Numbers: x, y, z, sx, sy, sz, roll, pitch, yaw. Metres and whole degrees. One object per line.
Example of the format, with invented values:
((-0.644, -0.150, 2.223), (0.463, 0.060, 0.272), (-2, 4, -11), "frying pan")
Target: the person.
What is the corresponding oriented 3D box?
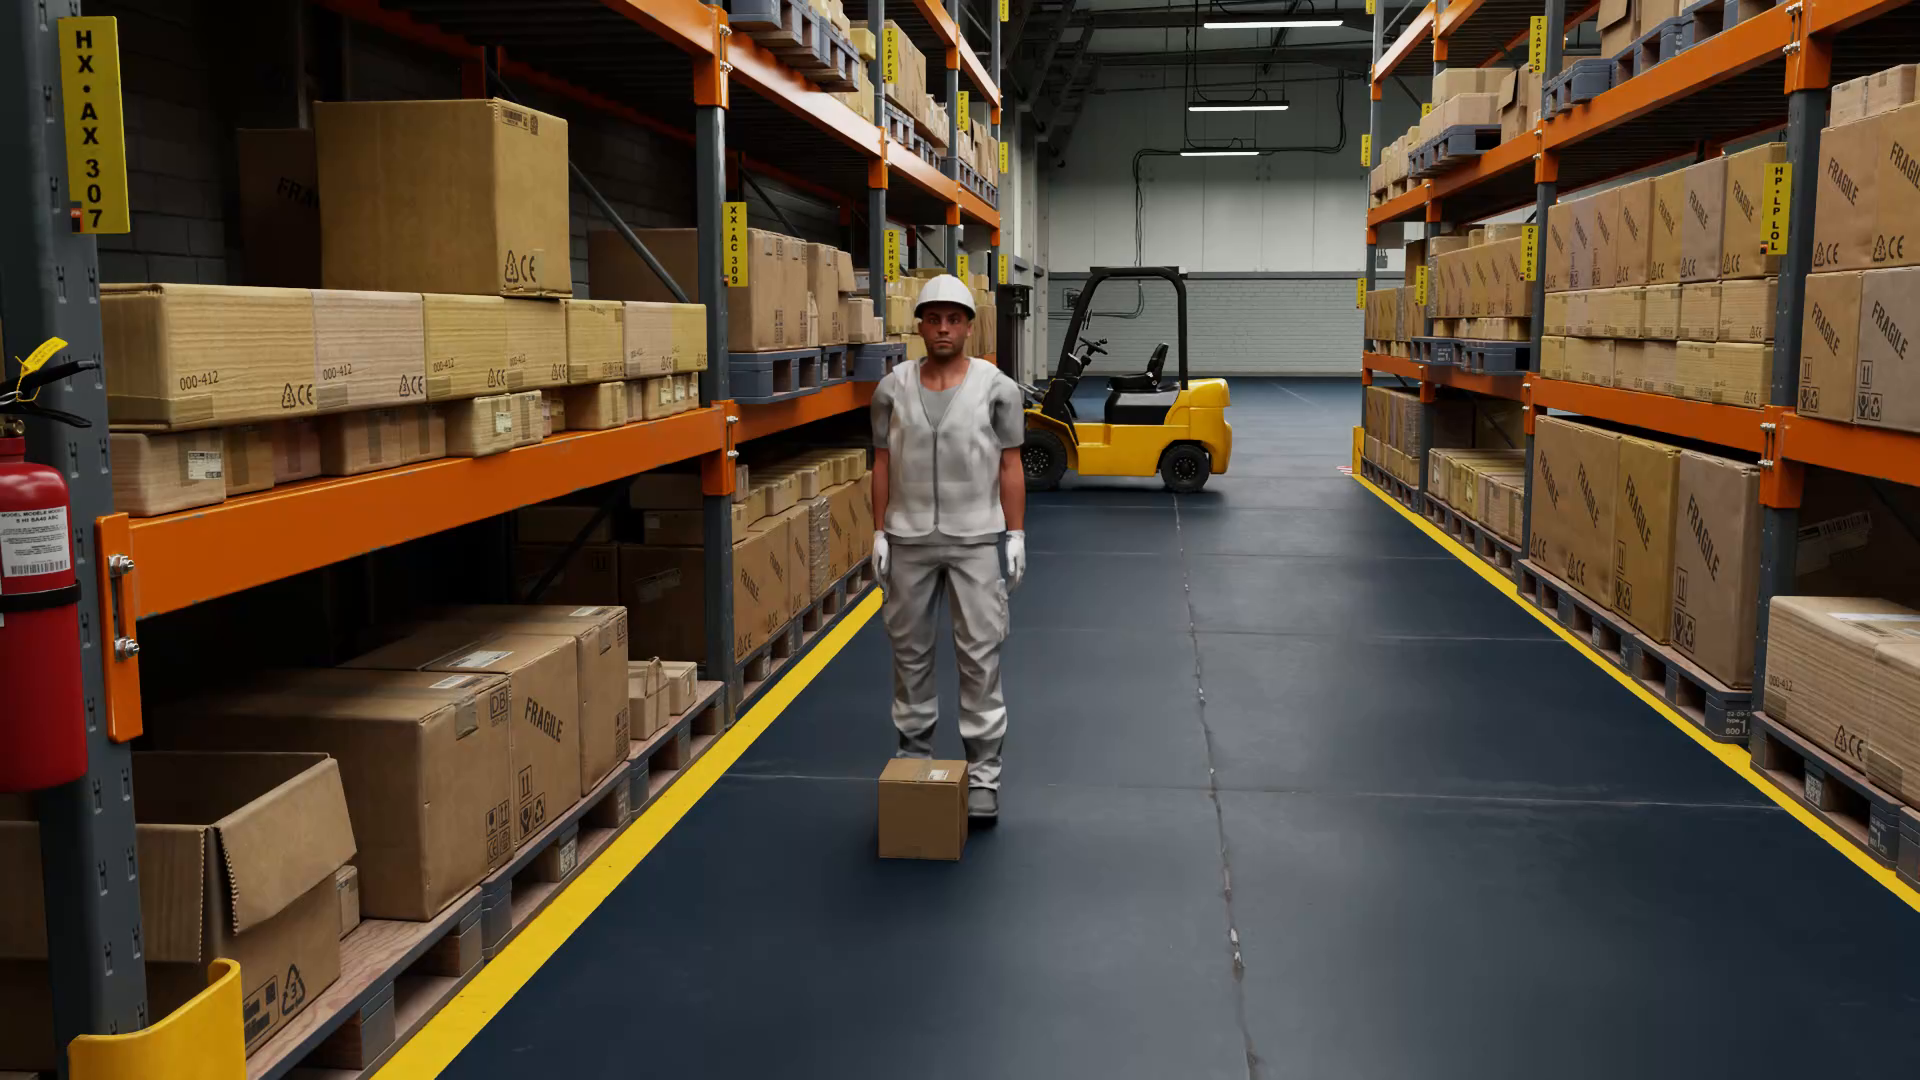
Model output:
((-0.051, 0.024, 5.513), (0.532, 1.795, 0.468), (1, 8, 8), "person")
